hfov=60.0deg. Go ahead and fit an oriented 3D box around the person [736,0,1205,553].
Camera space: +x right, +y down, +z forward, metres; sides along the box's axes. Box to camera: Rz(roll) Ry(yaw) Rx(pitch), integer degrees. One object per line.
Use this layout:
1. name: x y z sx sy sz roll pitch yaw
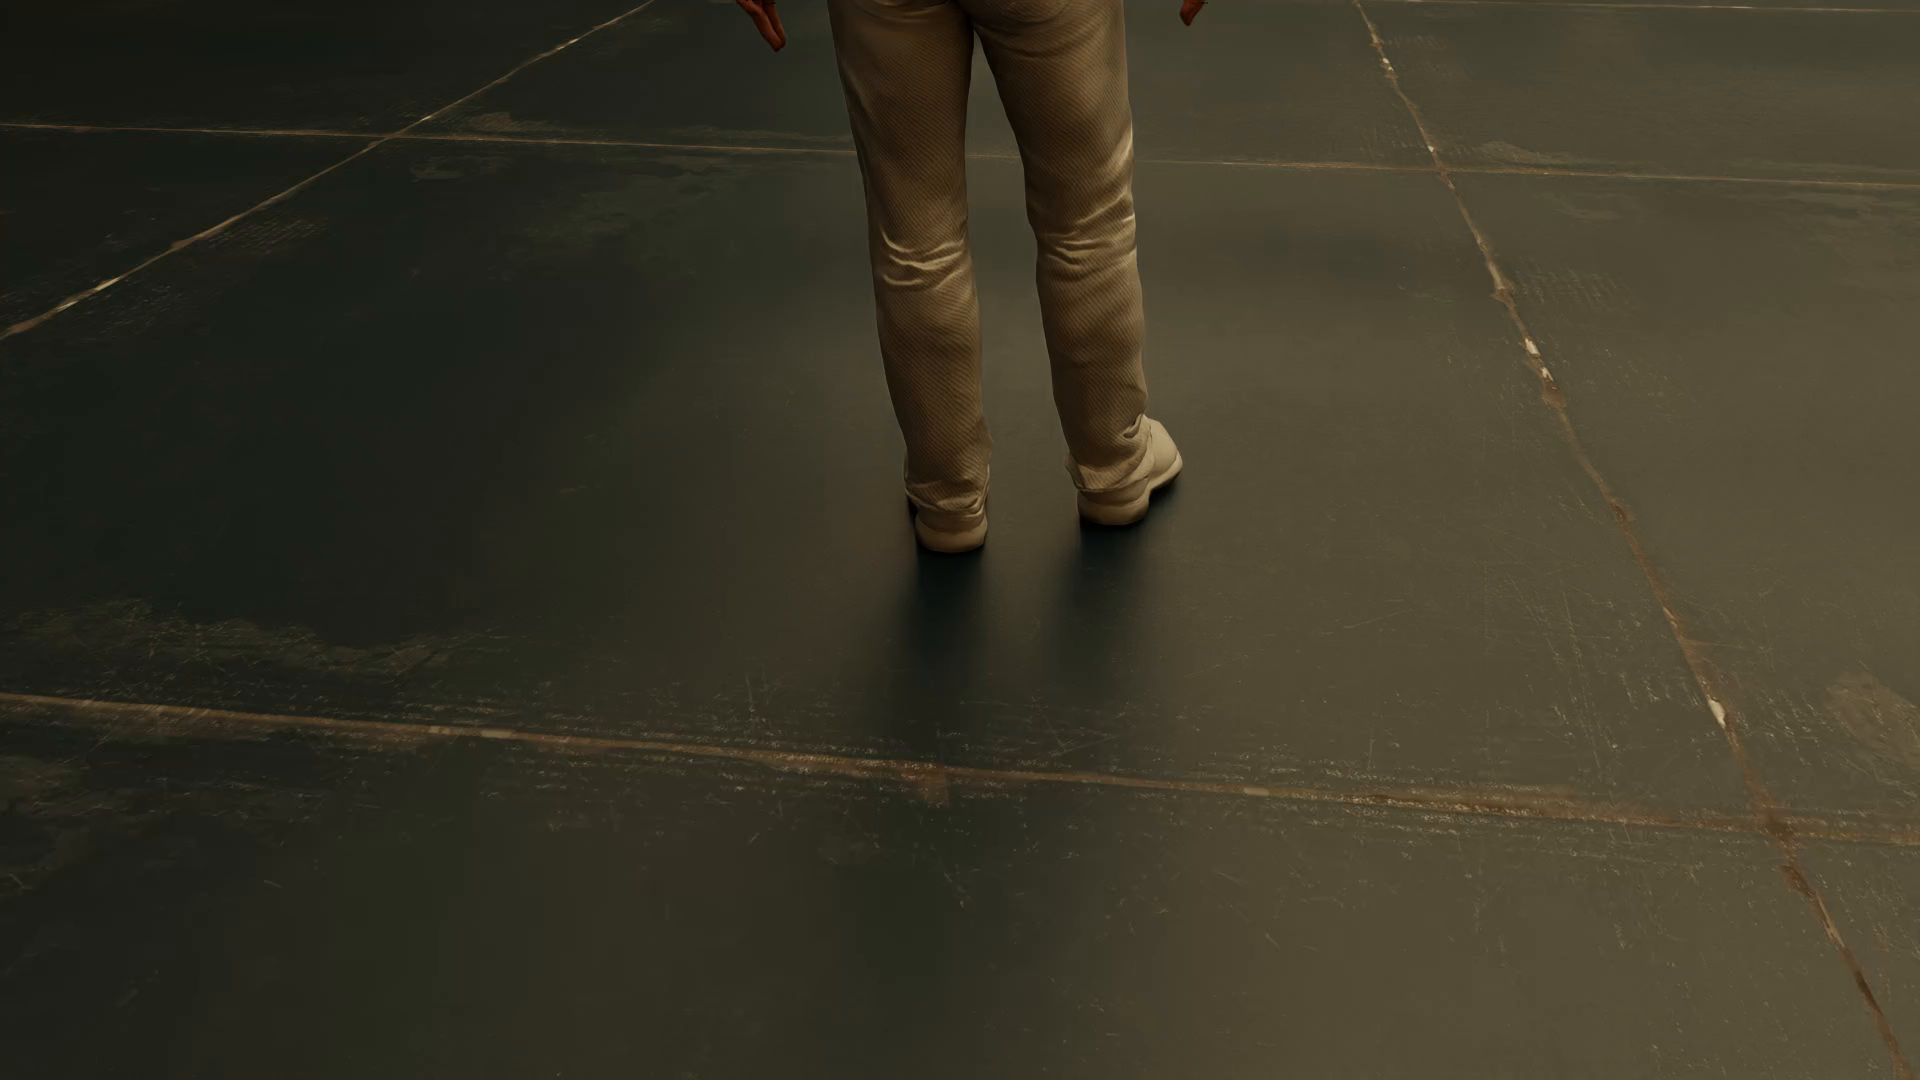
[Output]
1. person: 0.014 -0.824 2.166 0.666 1.761 0.575 3 27 7
